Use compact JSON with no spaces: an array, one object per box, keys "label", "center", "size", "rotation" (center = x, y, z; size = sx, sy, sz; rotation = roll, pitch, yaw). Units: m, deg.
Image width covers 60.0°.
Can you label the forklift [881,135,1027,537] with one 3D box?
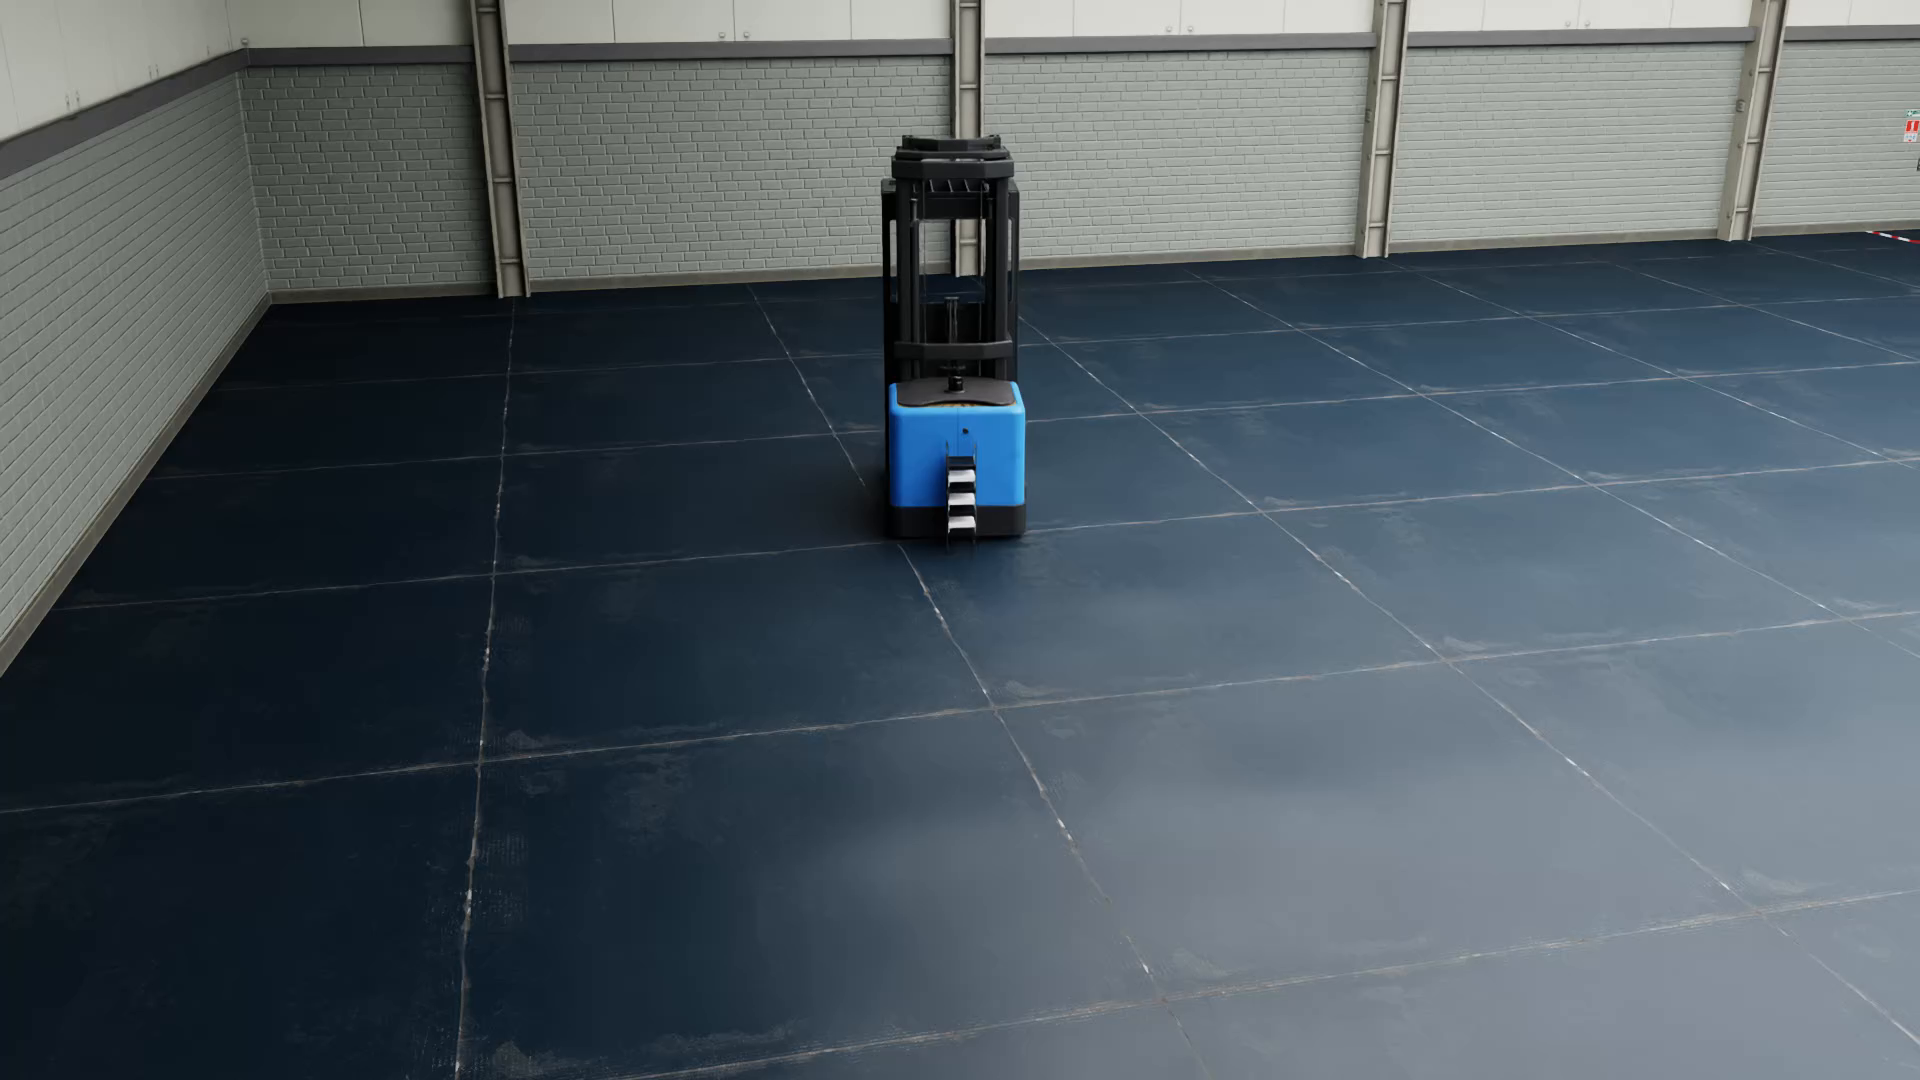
[{"label":"forklift","center":[-0.086,-1.856,13.620],"size":[1.130,2.935,3.031],"rotation":[-1,20,-3]}]

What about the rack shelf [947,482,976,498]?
[{"label":"rack shelf","center":[0.007,-0.386,12.395],"size":[0.200,0.077,0.258],"rotation":[-1,20,-4]}]

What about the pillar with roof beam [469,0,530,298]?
[{"label":"pillar with roof beam","center":[-4.753,-5.942,15.954],"size":[0.400,9.000,9.100],"rotation":[-5,21,-12]}]

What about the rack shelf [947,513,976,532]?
[{"label":"rack shelf","center":[0.007,-0.132,12.487],"size":[0.200,0.077,0.258],"rotation":[-1,20,-4]}]

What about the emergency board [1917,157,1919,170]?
[{"label":"emergency board","center":[15.186,-6.289,25.621],"size":[0.626,1.169,0.157],"rotation":[-5,21,-12]}]

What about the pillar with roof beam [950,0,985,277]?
[{"label":"pillar with roof beam","center":[1.086,-6.417,17.250],"size":[0.400,9.000,9.100],"rotation":[-5,21,-12]}]

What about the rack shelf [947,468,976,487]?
[{"label":"rack shelf","center":[0.007,-0.470,12.364],"size":[0.200,0.077,0.258],"rotation":[-1,20,-4]}]

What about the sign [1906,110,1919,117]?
[{"label":"sign","center":[14.644,-6.537,25.476],"size":[0.331,0.109,0.001],"rotation":[-5,21,-12]}]

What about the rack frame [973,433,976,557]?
[{"label":"rack frame","center":[0.109,-0.335,12.421],"size":[0.006,0.900,0.240],"rotation":[-1,20,-4]}]

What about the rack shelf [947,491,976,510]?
[{"label":"rack shelf","center":[0.007,-0.301,12.426],"size":[0.200,0.077,0.258],"rotation":[-1,20,-4]}]

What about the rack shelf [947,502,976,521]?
[{"label":"rack shelf","center":[0.007,-0.217,12.457],"size":[0.200,0.077,0.258],"rotation":[-1,20,-4]}]

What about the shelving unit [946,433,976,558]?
[{"label":"shelving unit","center":[0.007,-0.333,12.414],"size":[0.210,0.900,0.258],"rotation":[-1,20,-4]}]

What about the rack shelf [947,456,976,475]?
[{"label":"rack shelf","center":[0.007,-0.555,12.333],"size":[0.200,0.077,0.258],"rotation":[-1,20,-4]}]

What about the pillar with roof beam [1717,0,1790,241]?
[{"label":"pillar with roof beam","center":[12.764,-7.367,19.843],"size":[0.400,9.000,9.100],"rotation":[-5,21,-12]}]

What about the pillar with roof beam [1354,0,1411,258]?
[{"label":"pillar with roof beam","center":[6.925,-6.892,18.547],"size":[0.400,9.000,9.100],"rotation":[-5,21,-12]}]

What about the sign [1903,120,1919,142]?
[{"label":"sign","center":[14.637,-6.291,25.575],"size":[0.234,0.329,0.001],"rotation":[-5,21,-12]}]

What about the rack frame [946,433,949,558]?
[{"label":"rack frame","center":[-0.094,-0.330,12.407],"size":[0.006,0.900,0.240],"rotation":[-1,20,-4]}]
